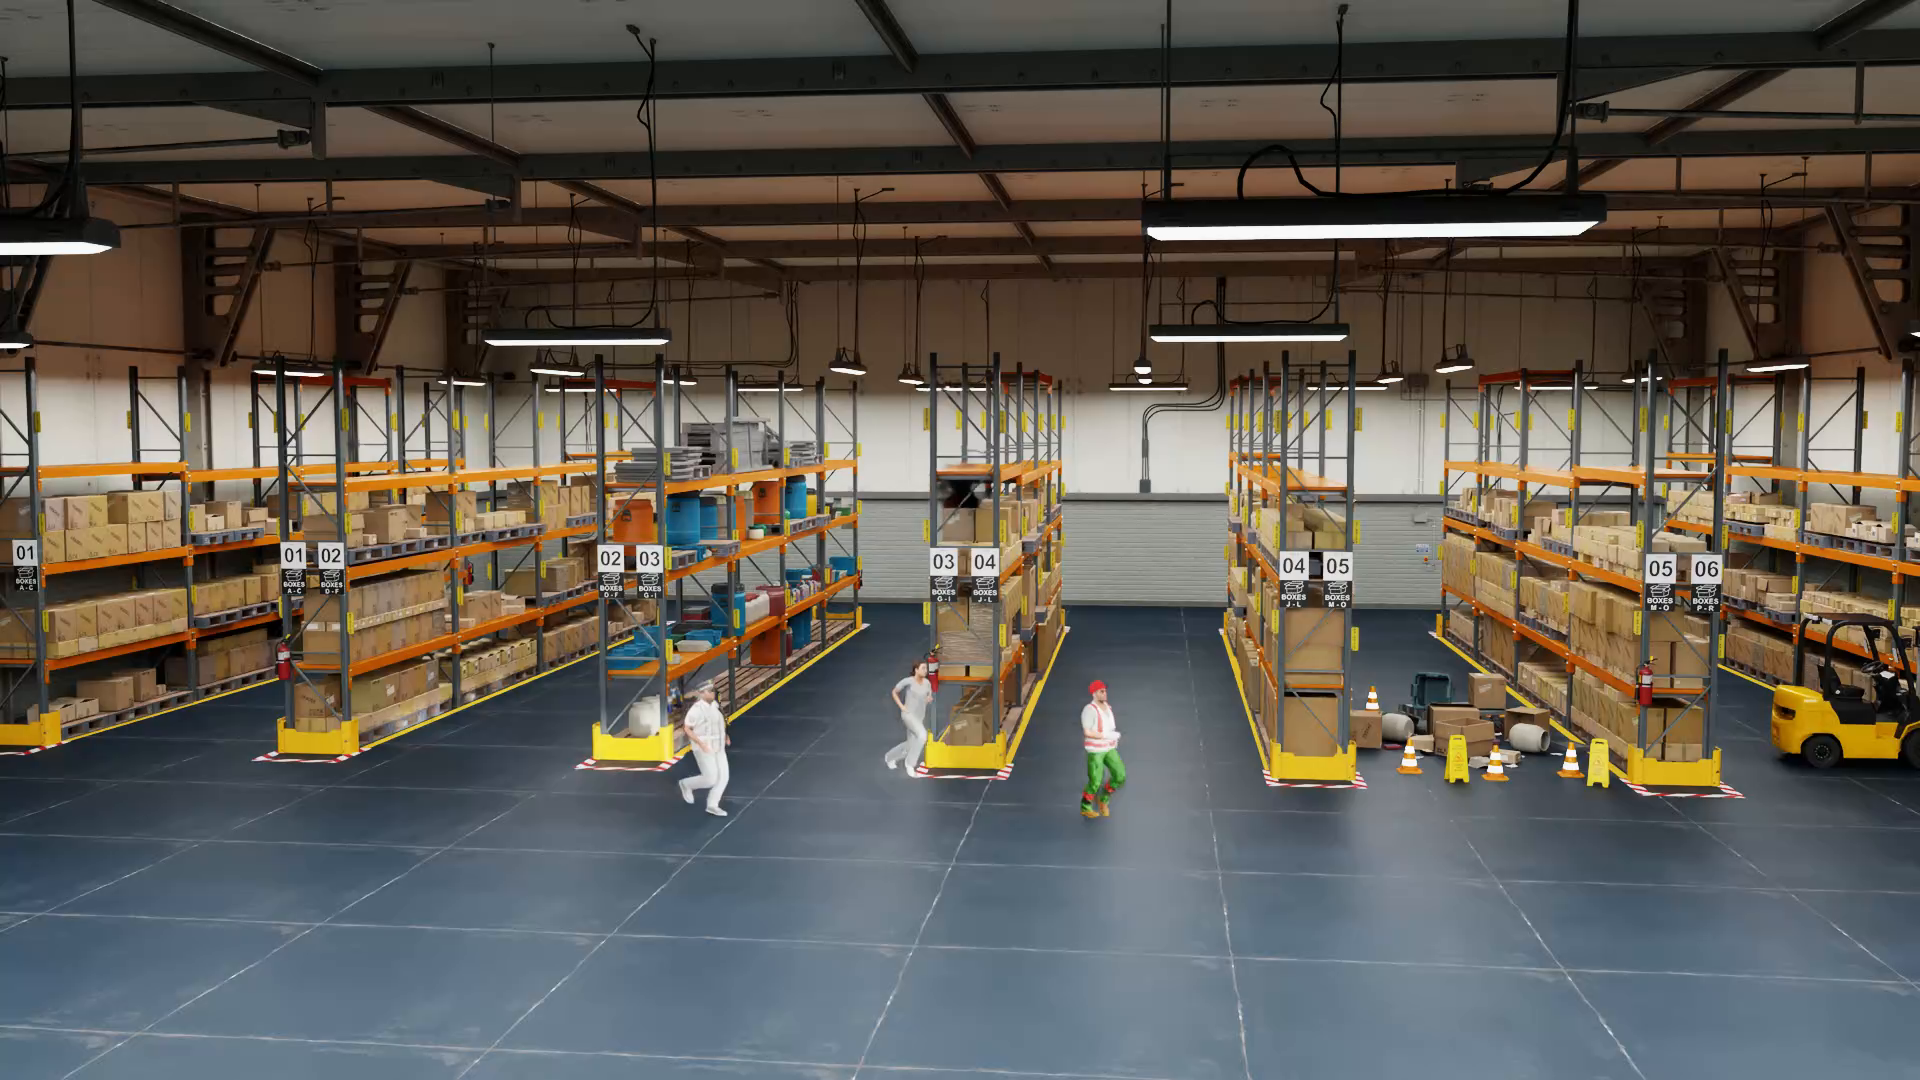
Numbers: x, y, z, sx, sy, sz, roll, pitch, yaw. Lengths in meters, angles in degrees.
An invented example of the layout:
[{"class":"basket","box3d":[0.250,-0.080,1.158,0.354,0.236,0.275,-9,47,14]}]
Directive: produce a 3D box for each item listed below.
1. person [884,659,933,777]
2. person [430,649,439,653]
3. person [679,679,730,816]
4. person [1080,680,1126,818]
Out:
[{"class":"person","box3d":[-0.691,2.408,22.866,0.738,1.538,0.644,4,6,43]},{"class":"person","box3d":[-11.383,1.592,35.743,0.681,1.739,0.624,0,4,-3]},{"class":"person","box3d":[-3.256,2.642,21.264,0.644,1.743,0.669,2,5,29]},{"class":"person","box3d":[1.774,2.631,20.844,0.633,1.753,0.611,-4,6,-43]}]
